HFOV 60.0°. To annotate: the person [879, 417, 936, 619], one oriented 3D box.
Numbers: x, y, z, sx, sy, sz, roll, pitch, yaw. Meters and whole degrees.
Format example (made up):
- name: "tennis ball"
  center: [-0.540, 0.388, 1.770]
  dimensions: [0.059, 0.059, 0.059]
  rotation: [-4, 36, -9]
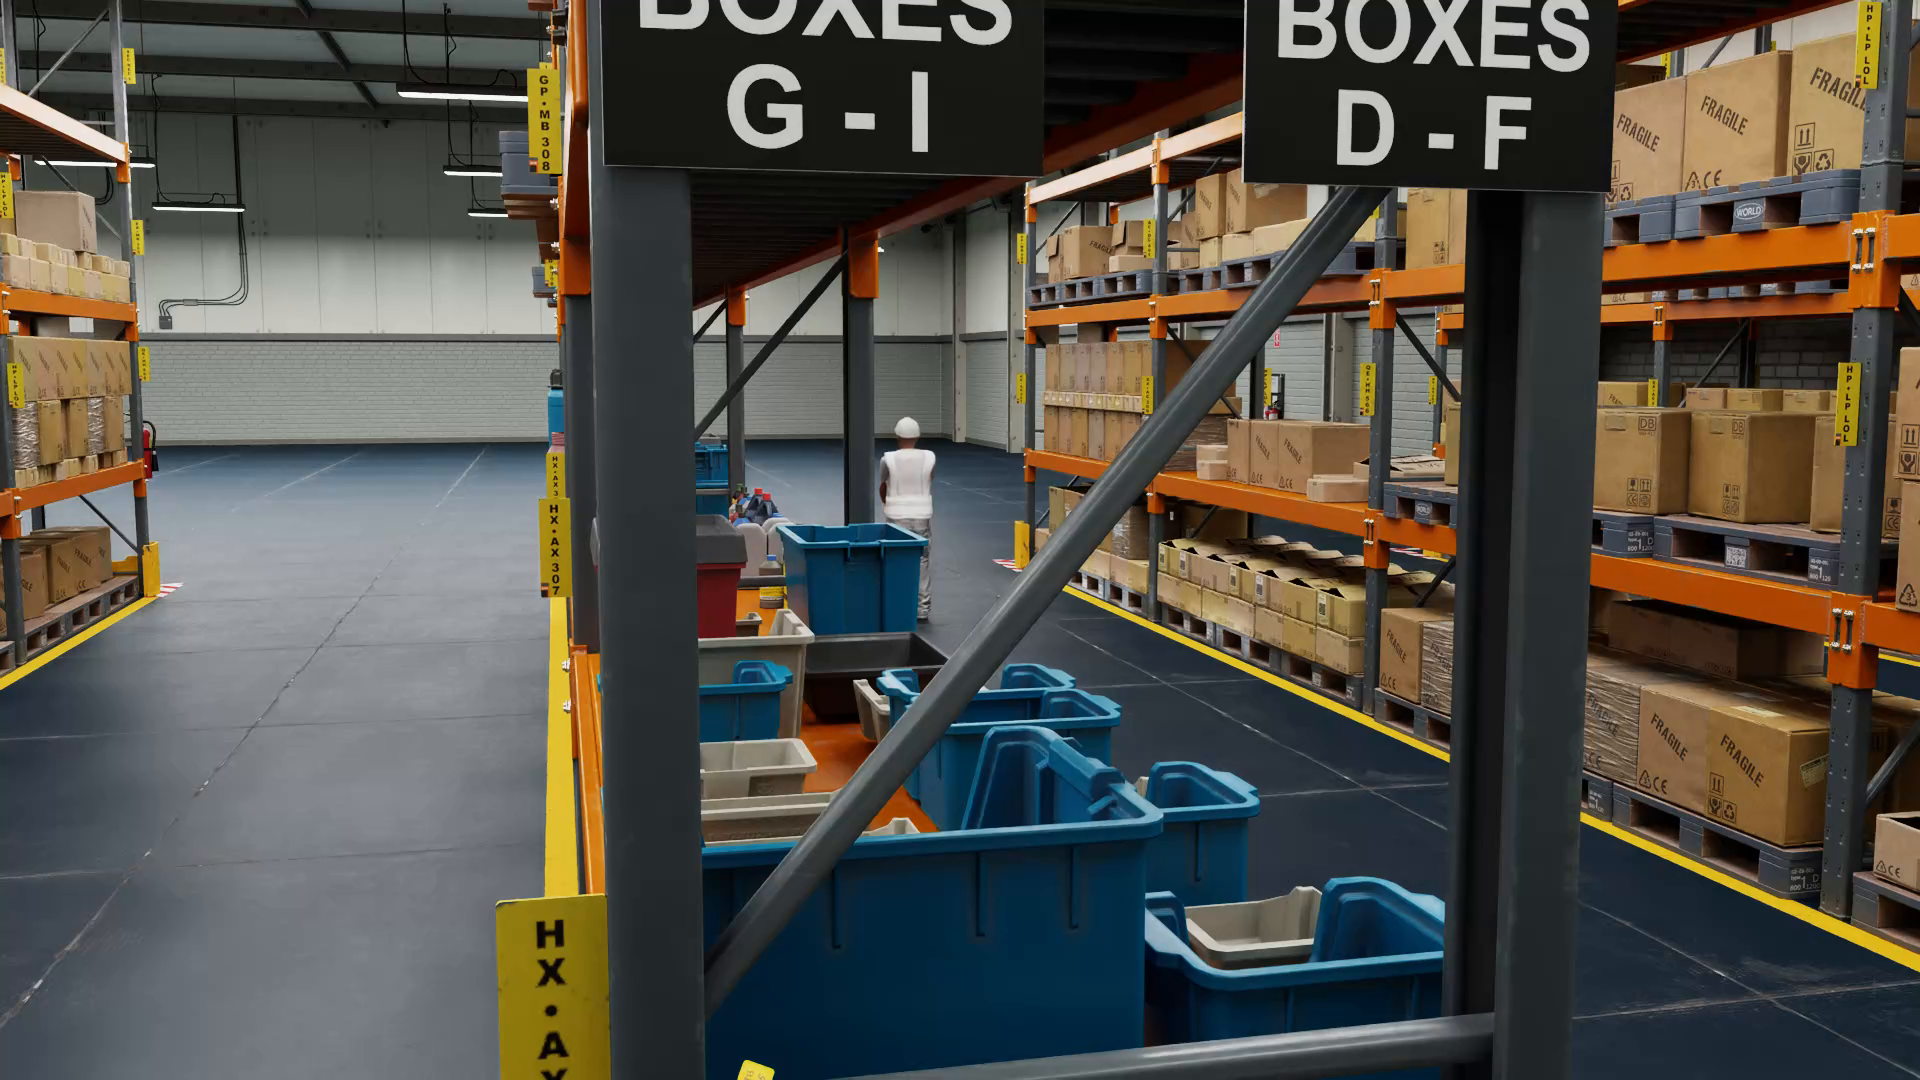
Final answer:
- name: "person"
  center: [-0.485, -0.196, 14.664]
  dimensions: [0.493, 1.782, 0.573]
  rotation: [-1, 6, -14]
